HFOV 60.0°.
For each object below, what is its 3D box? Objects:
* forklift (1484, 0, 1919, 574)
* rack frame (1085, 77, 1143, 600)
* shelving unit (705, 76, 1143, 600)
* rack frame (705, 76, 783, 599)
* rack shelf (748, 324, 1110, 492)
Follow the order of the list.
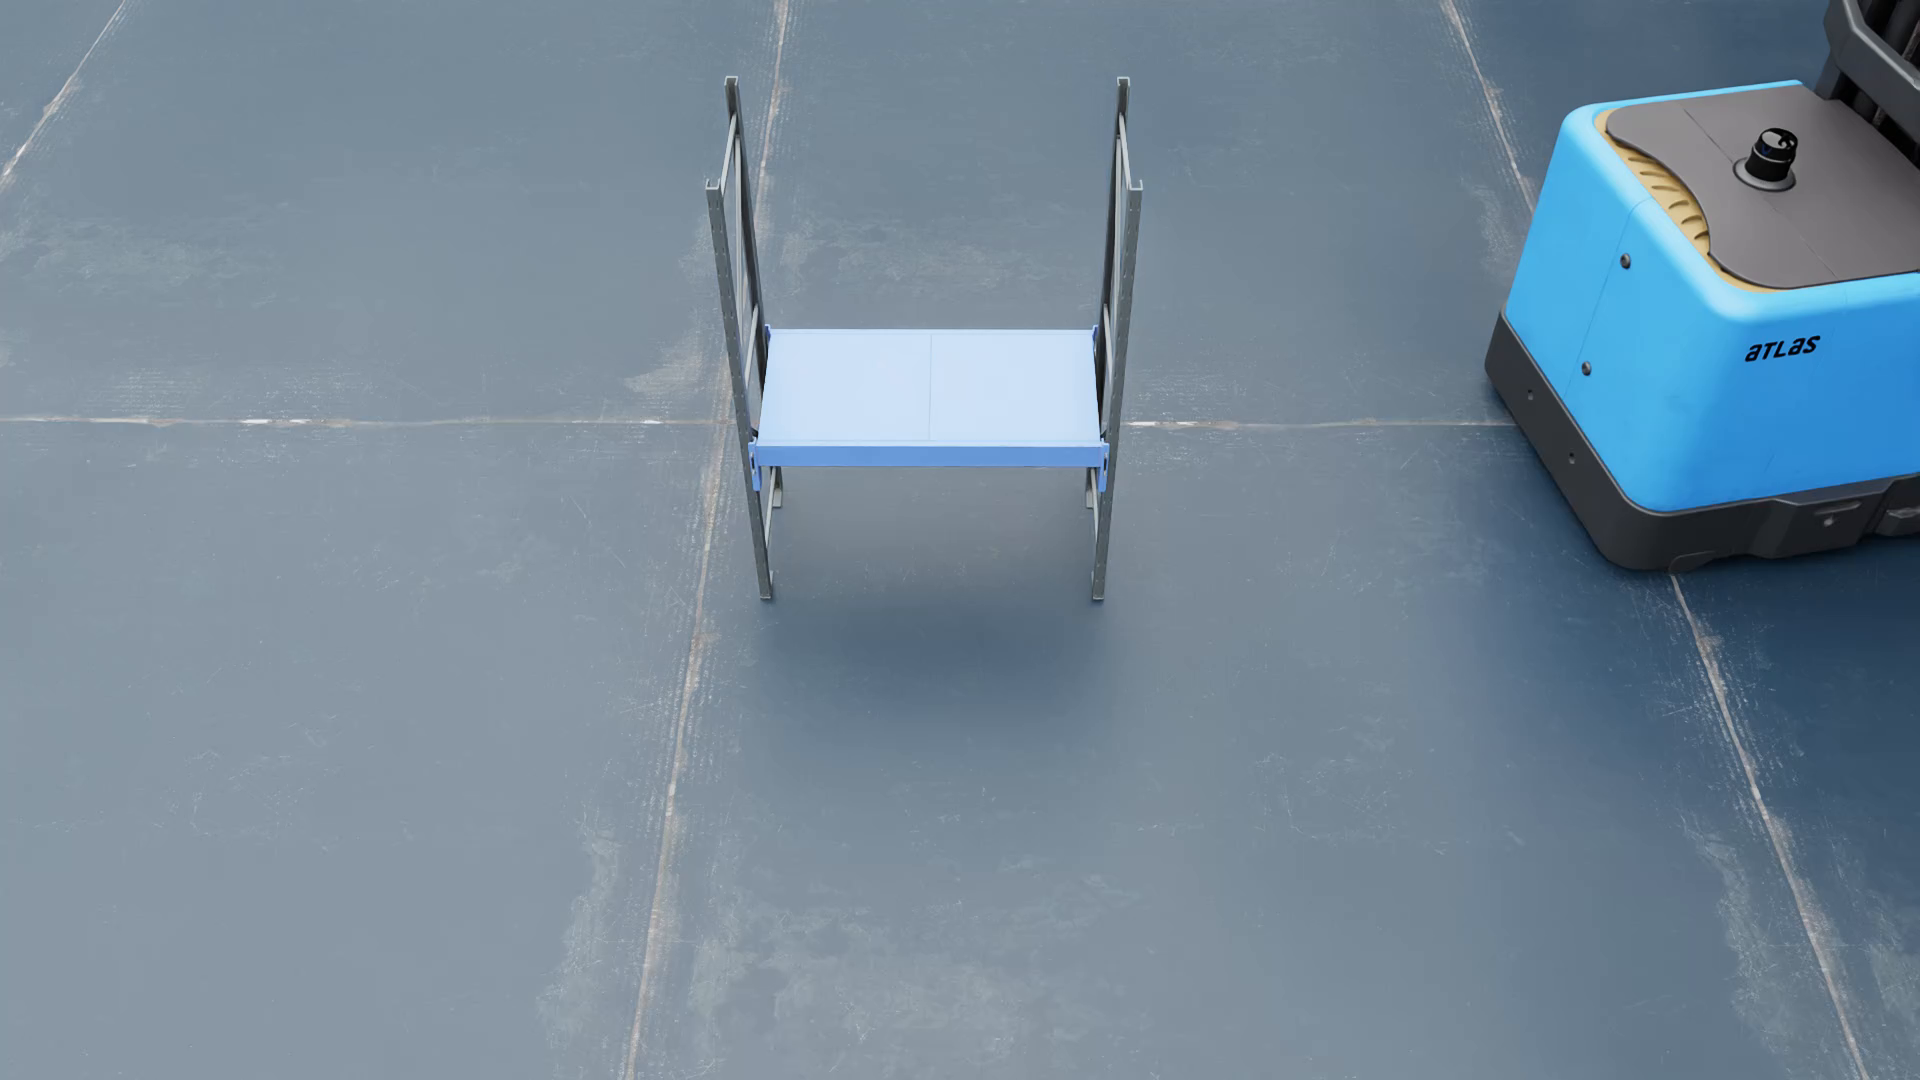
[{"bbox_3d":[3.367,-1.445,4.593,3.031,2.935,1.130,-9,48,-8],"label":"forklift"},{"bbox_3d":[0.423,-0.510,4.700,0.032,1.500,0.500,0,47,0],"label":"rack frame"},{"bbox_3d":[-0.085,-0.511,4.701,1.048,1.500,0.538,0,47,0],"label":"shelving unit"},{"bbox_3d":[-0.594,-0.513,4.703,0.032,1.500,0.500,0,47,0],"label":"rack frame"},{"bbox_3d":[-0.085,-0.389,4.833,1.000,0.185,0.538,0,47,0],"label":"rack shelf"}]
